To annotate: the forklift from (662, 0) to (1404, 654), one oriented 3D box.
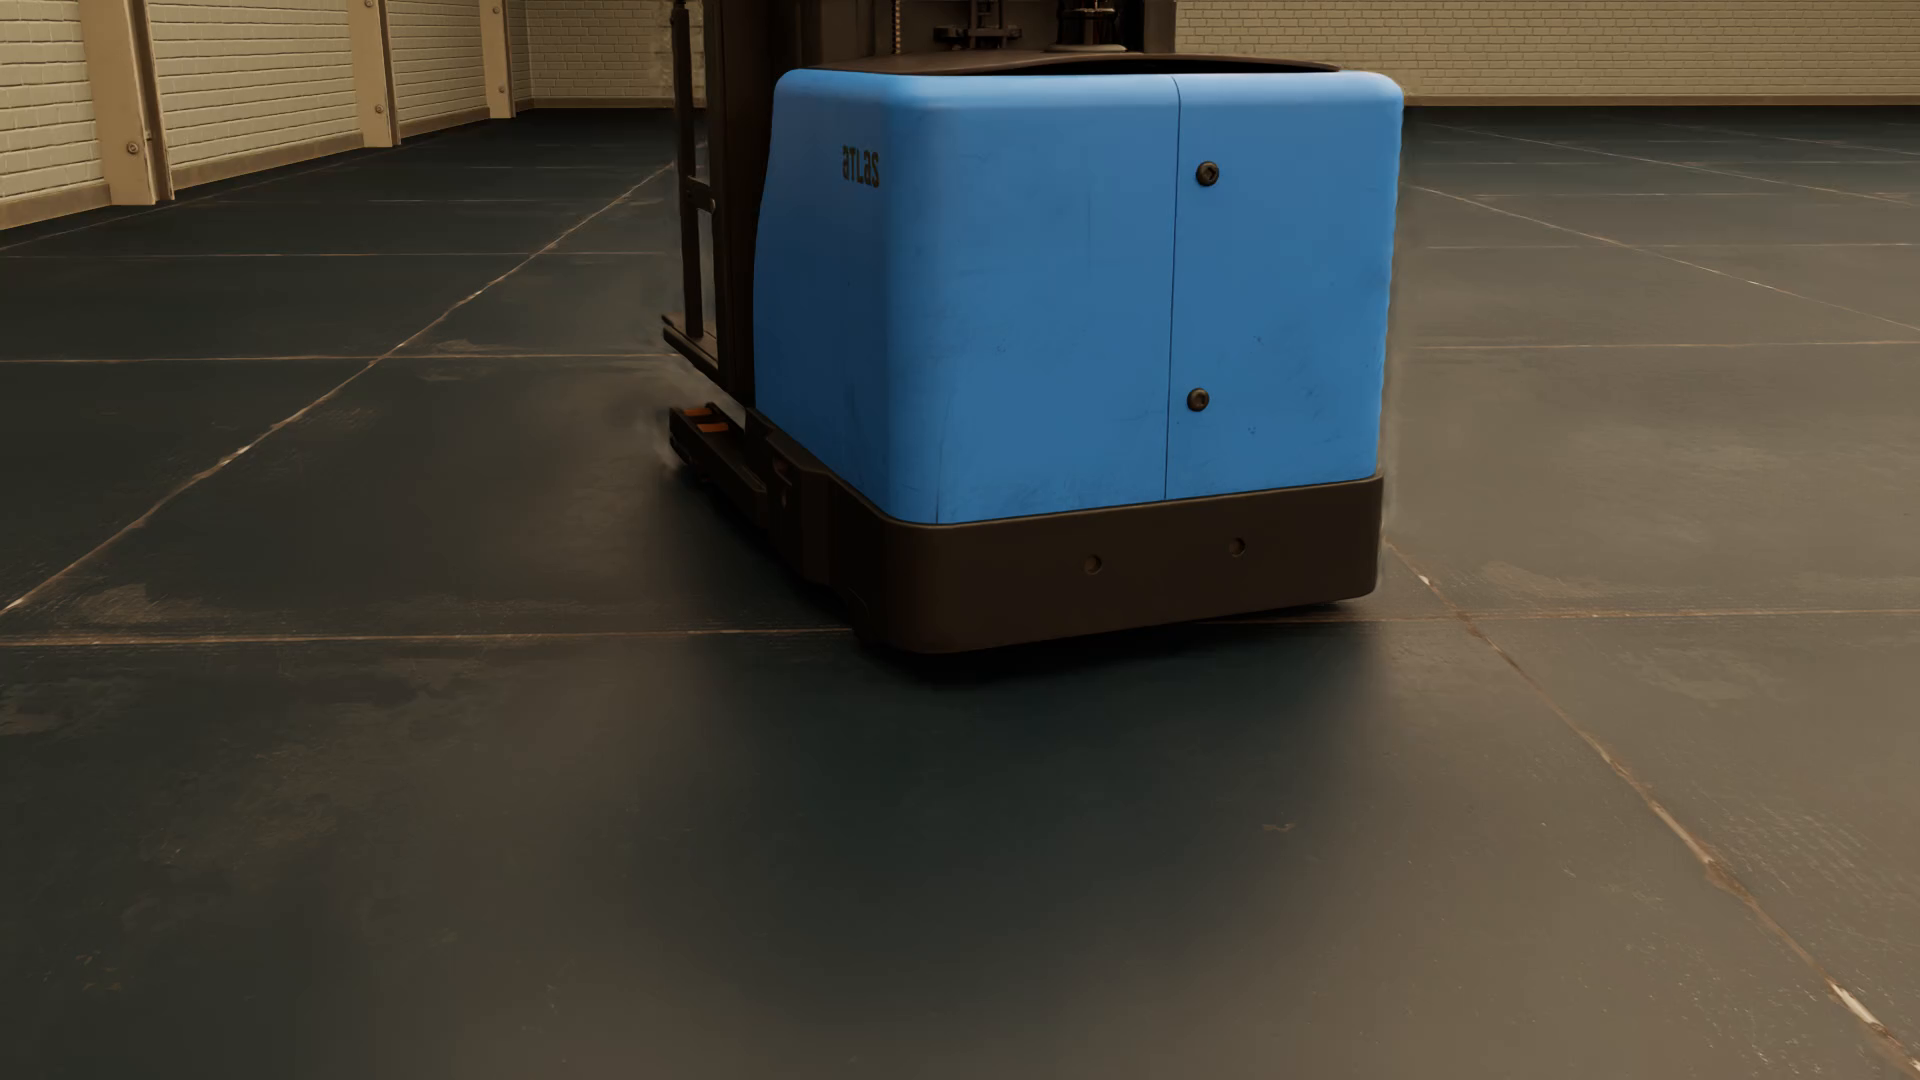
[{"bbox_3d":[-0.157,-1.586,4.092,1.130,2.935,3.031,-6,18,-20],"label":"forklift"}]
